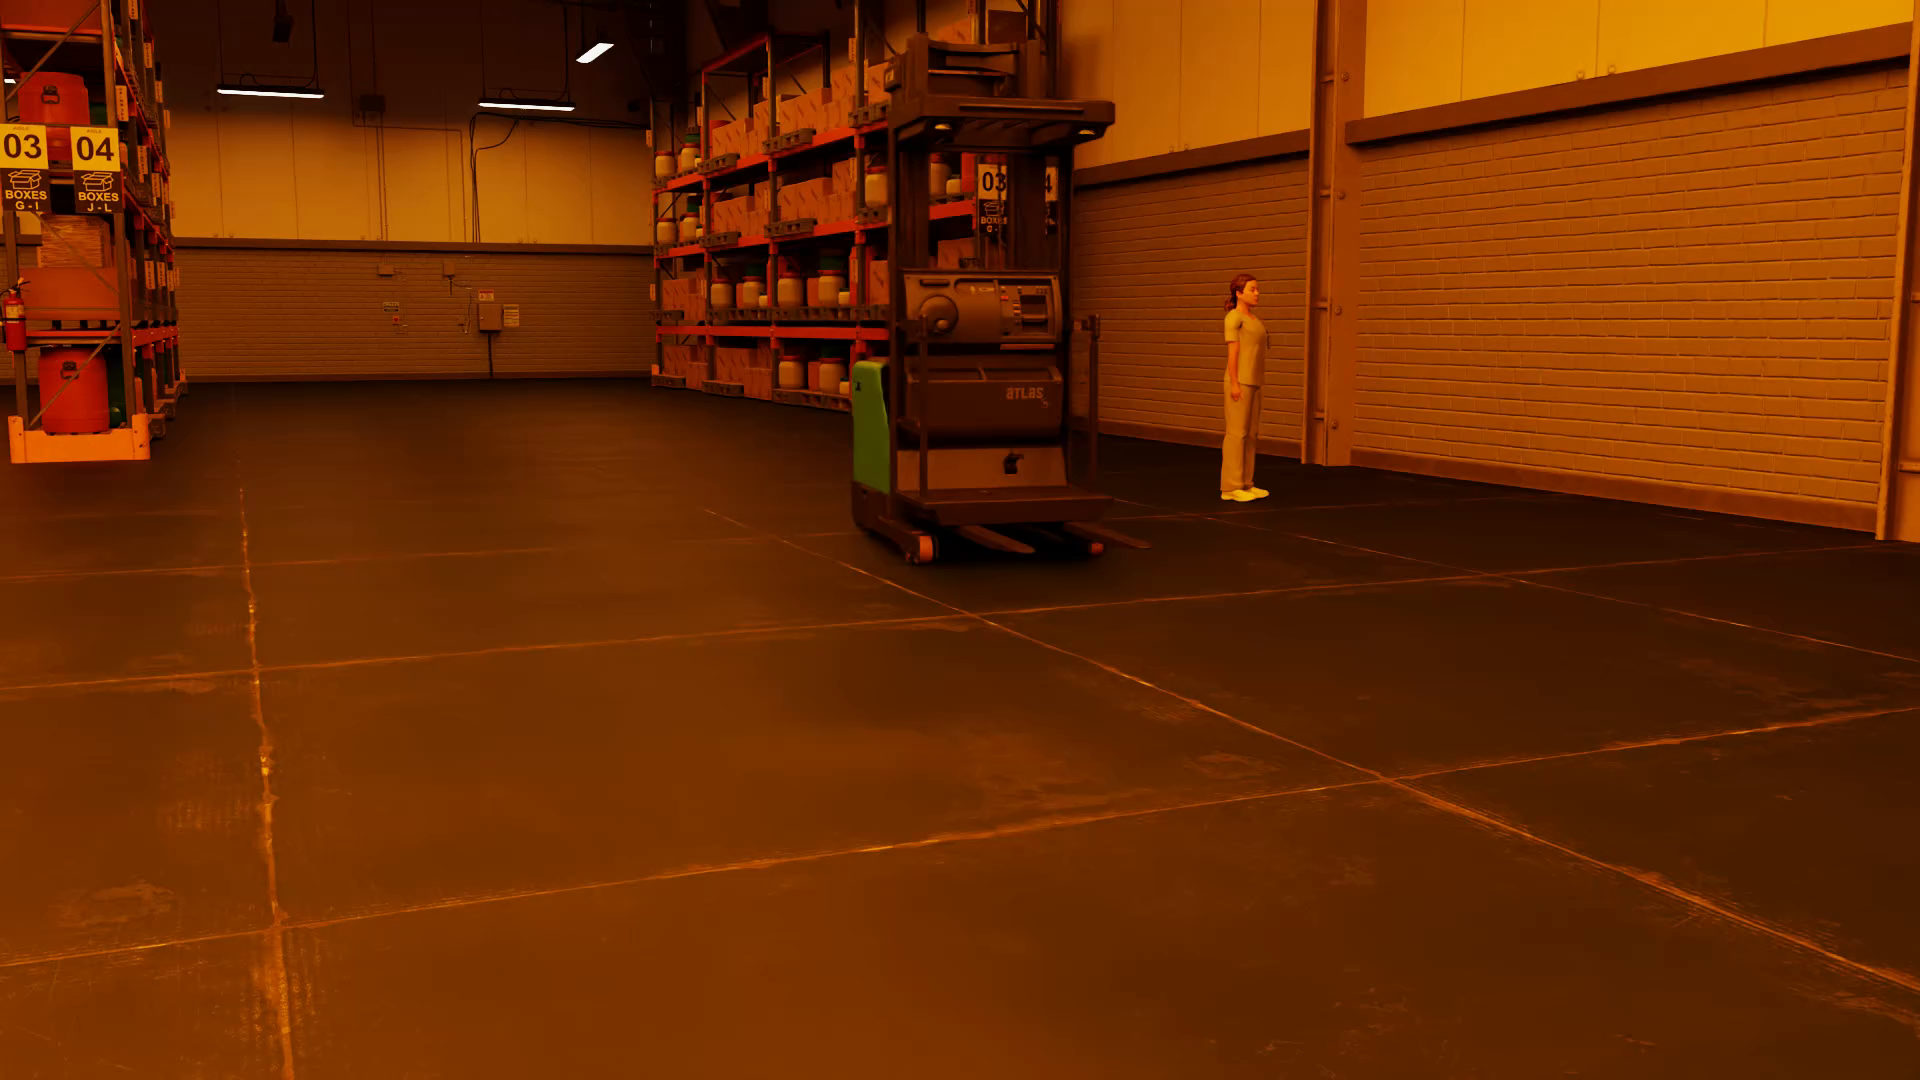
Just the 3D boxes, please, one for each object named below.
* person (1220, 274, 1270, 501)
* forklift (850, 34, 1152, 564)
[{"bbox_3d":[2.123,-1.141,12.410,0.369,1.673,0.437,5,9,32],"label":"person"},{"bbox_3d":[0.197,-1.374,9.363,1.130,2.935,3.031,-2,8,-16],"label":"forklift"}]
